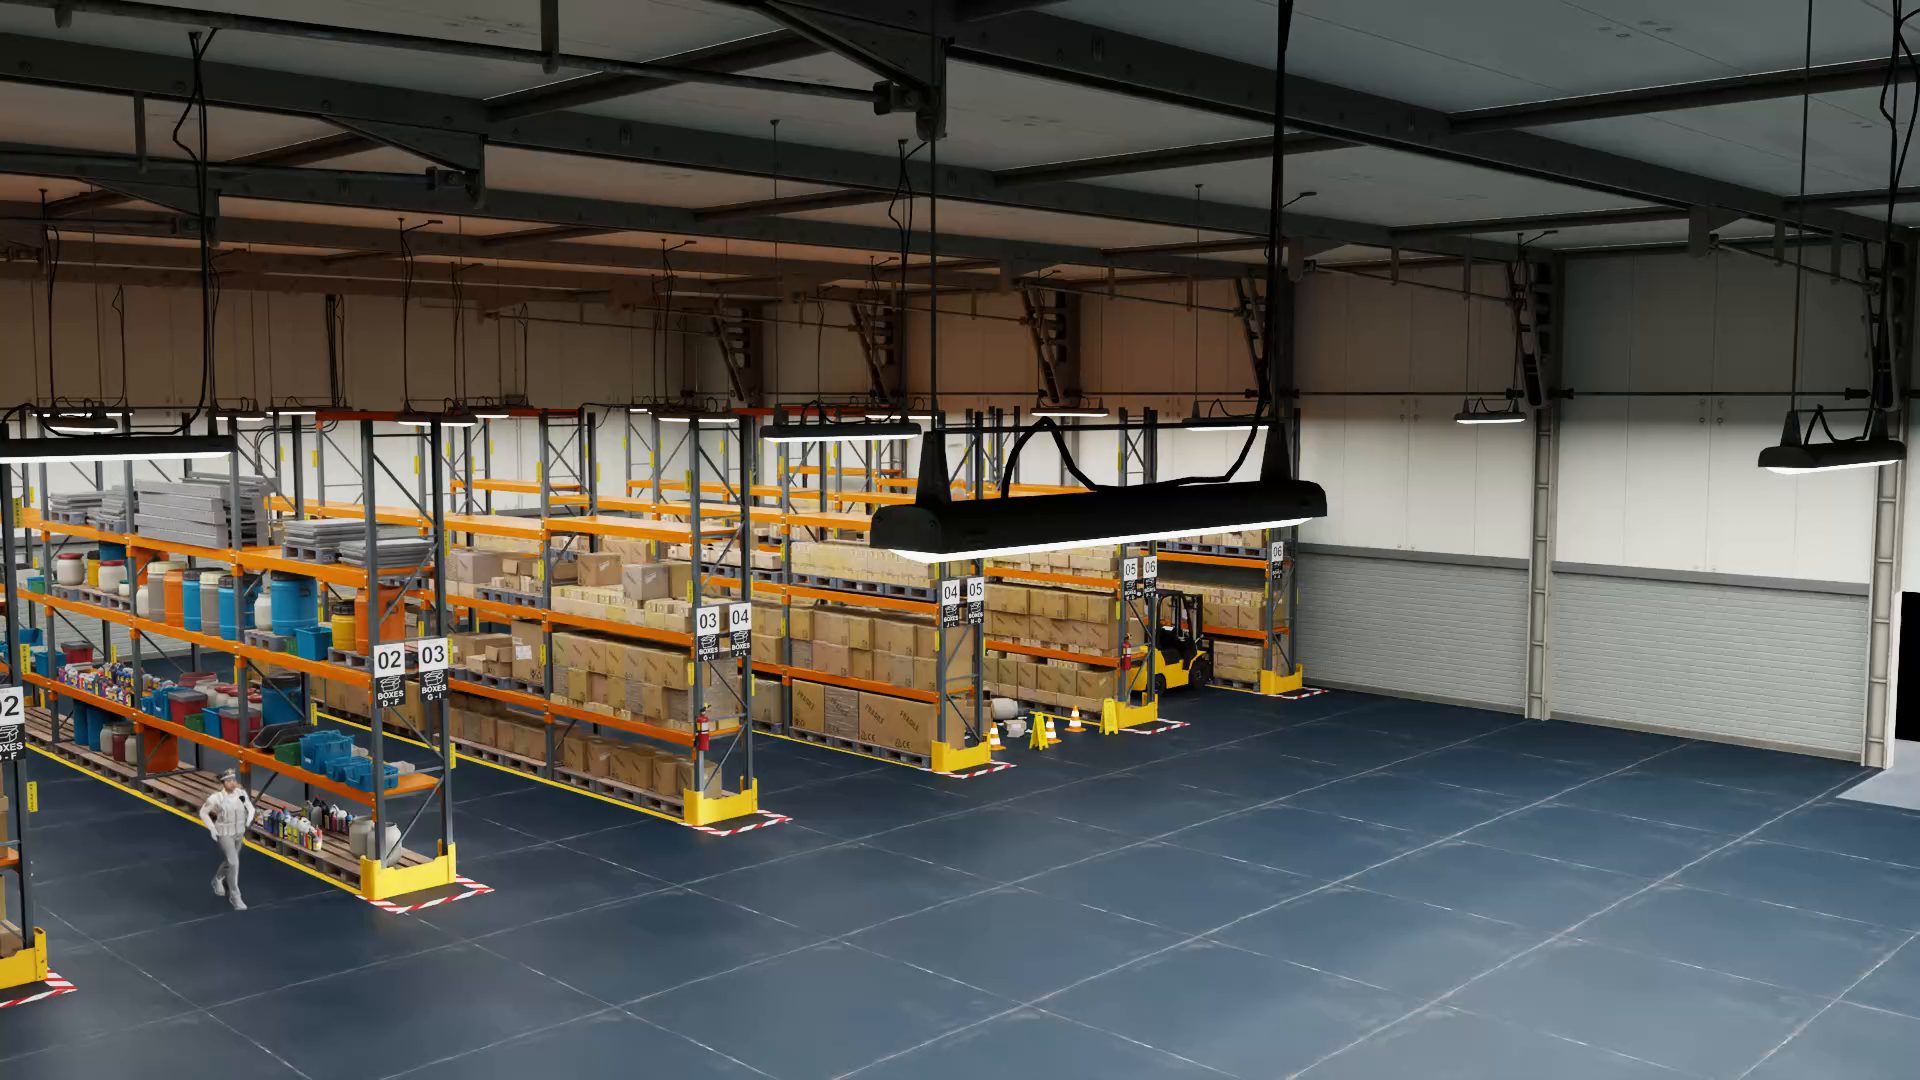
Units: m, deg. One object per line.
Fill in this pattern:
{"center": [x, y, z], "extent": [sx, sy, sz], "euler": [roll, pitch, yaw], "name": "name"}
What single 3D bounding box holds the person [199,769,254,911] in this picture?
{"center": [-9.039, 3.664, 20.576], "extent": [0.761, 1.744, 0.605], "euler": [3, 6, 34], "name": "person"}
